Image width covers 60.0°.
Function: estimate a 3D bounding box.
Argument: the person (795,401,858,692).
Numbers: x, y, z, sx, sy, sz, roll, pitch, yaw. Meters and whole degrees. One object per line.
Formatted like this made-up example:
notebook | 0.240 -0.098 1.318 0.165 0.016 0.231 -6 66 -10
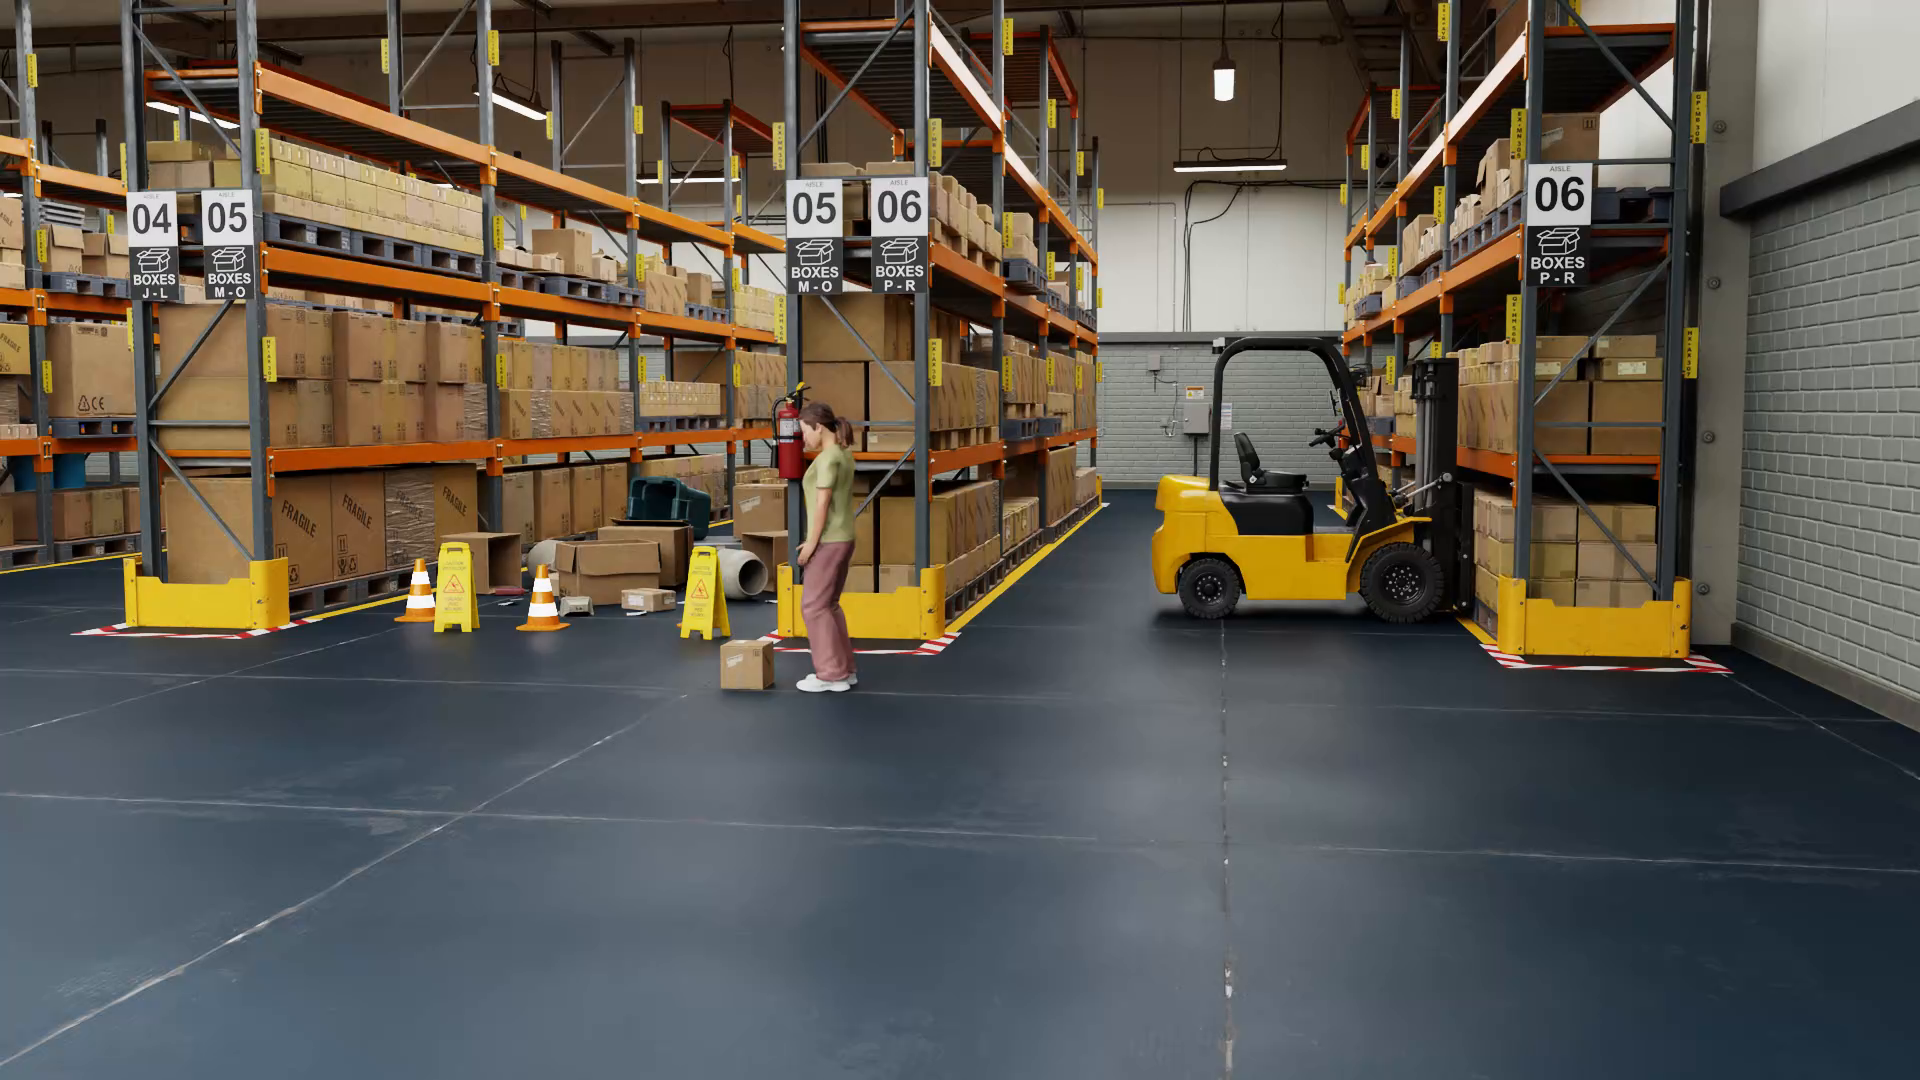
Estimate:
person | -0.757 0.036 9.544 0.347 1.662 0.455 1 5 10
